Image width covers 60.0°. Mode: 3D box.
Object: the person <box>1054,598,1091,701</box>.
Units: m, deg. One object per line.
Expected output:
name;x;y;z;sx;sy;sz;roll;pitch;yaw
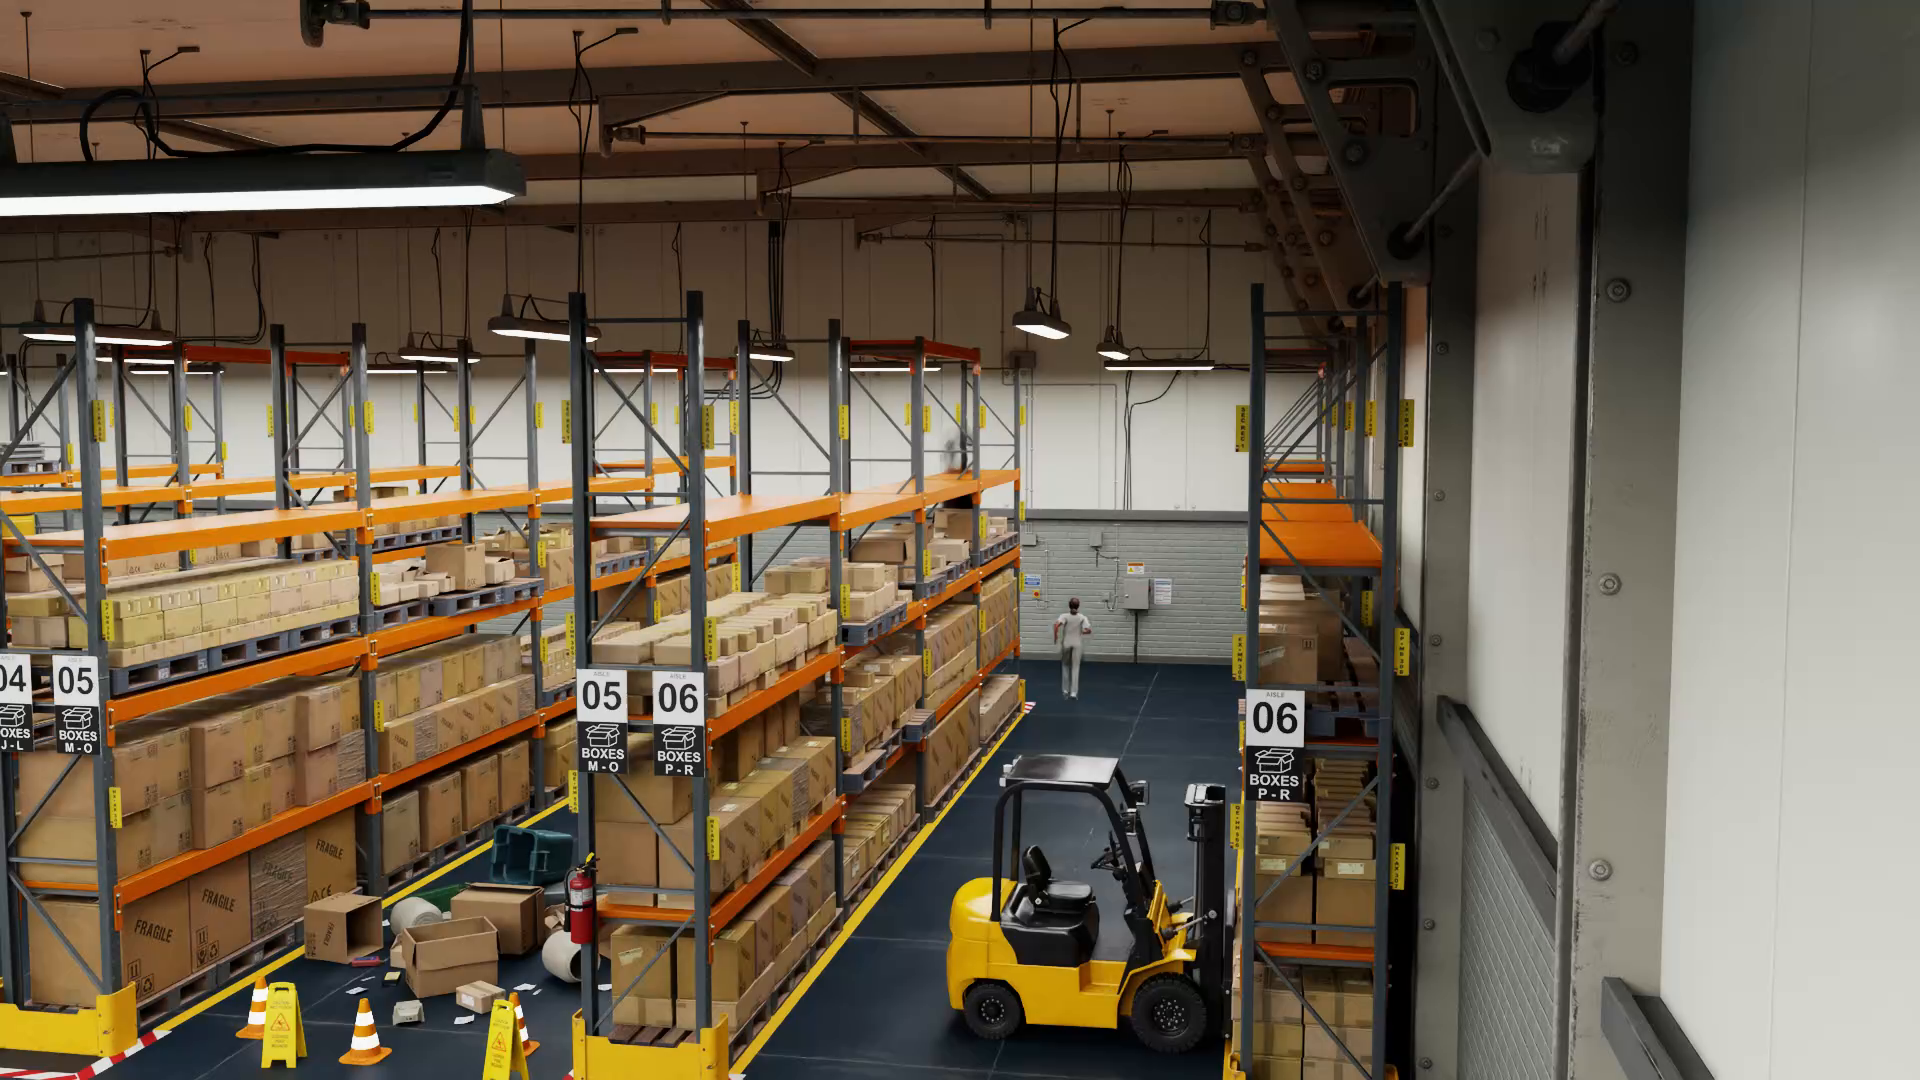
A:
person;1.858;1.840;27.487;0.619;1.772;0.693;0;5;5
